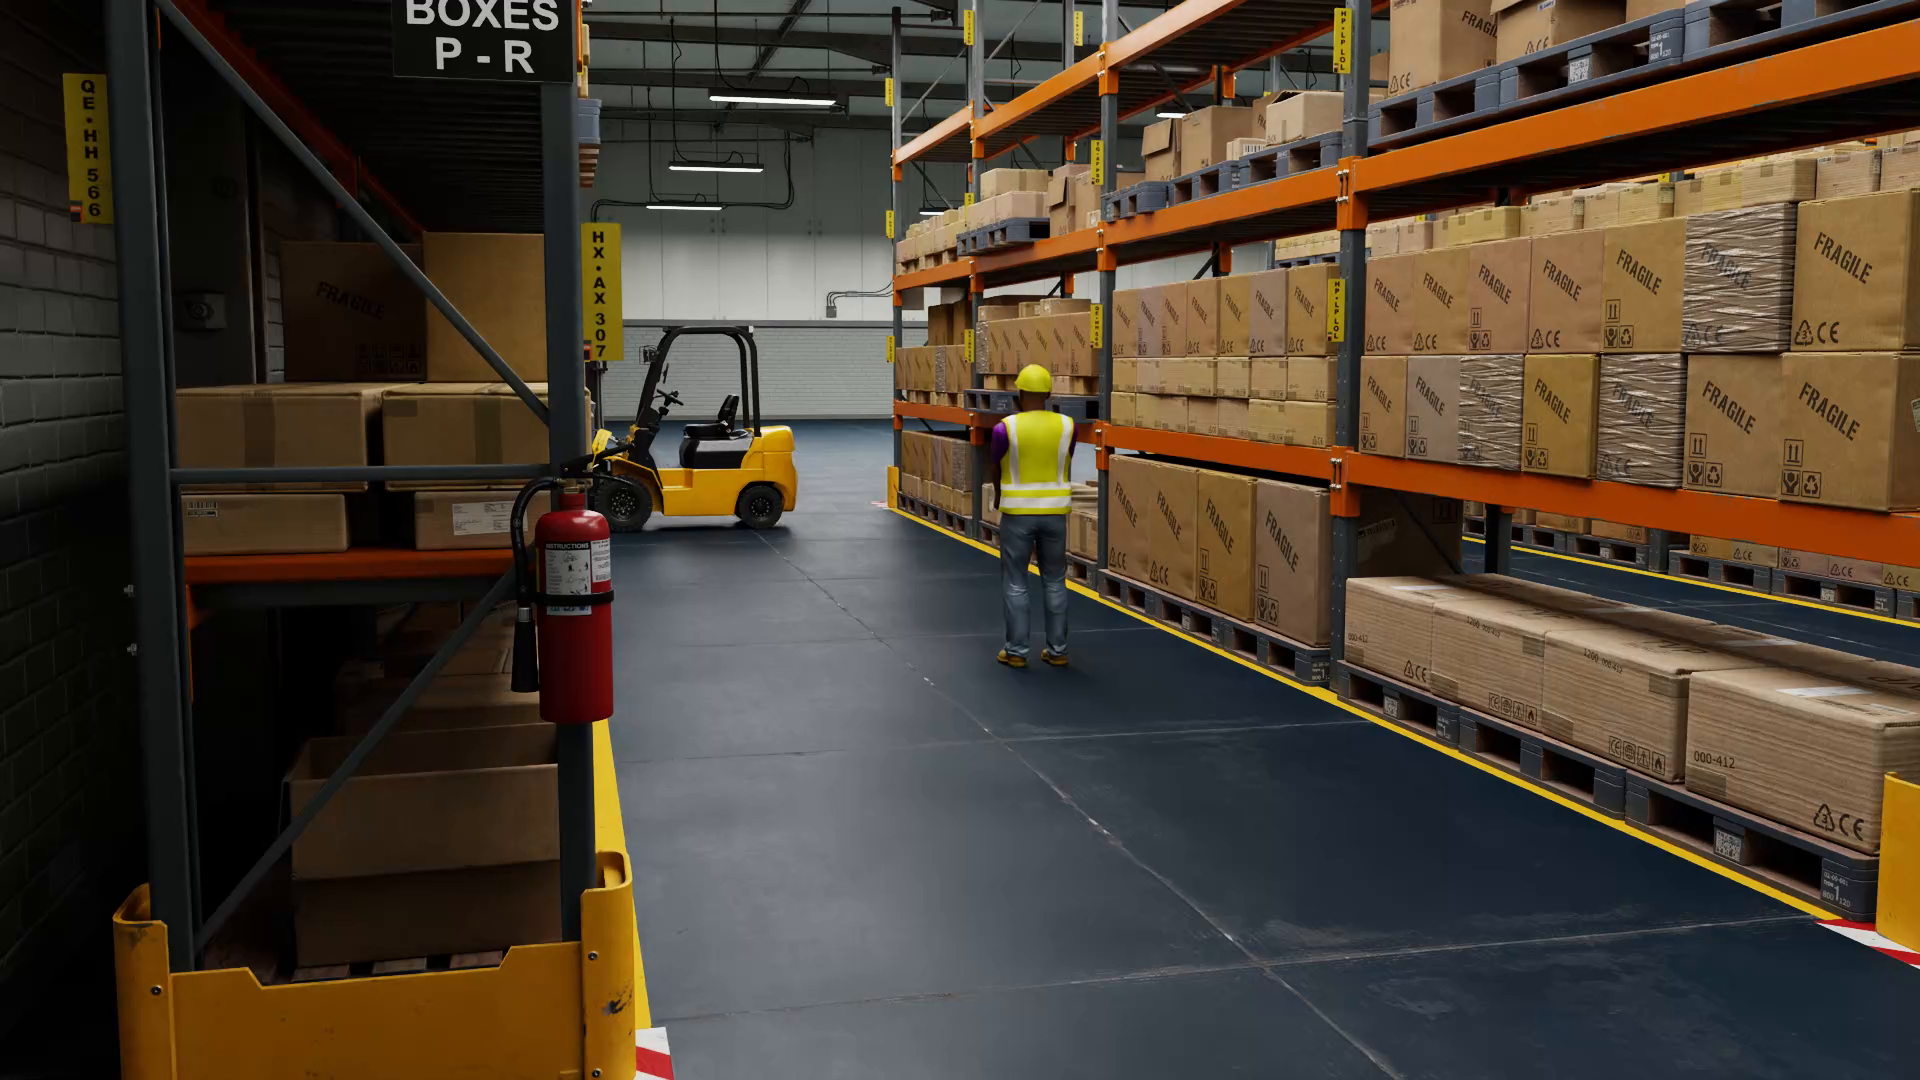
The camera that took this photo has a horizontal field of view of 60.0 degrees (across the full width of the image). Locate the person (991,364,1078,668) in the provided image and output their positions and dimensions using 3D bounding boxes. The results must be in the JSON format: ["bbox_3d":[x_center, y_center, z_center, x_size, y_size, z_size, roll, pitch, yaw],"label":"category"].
[{"bbox_3d":[0.402,-0.151,9.803,0.503,1.759,0.587,-1,6,-13],"label":"person"}]
